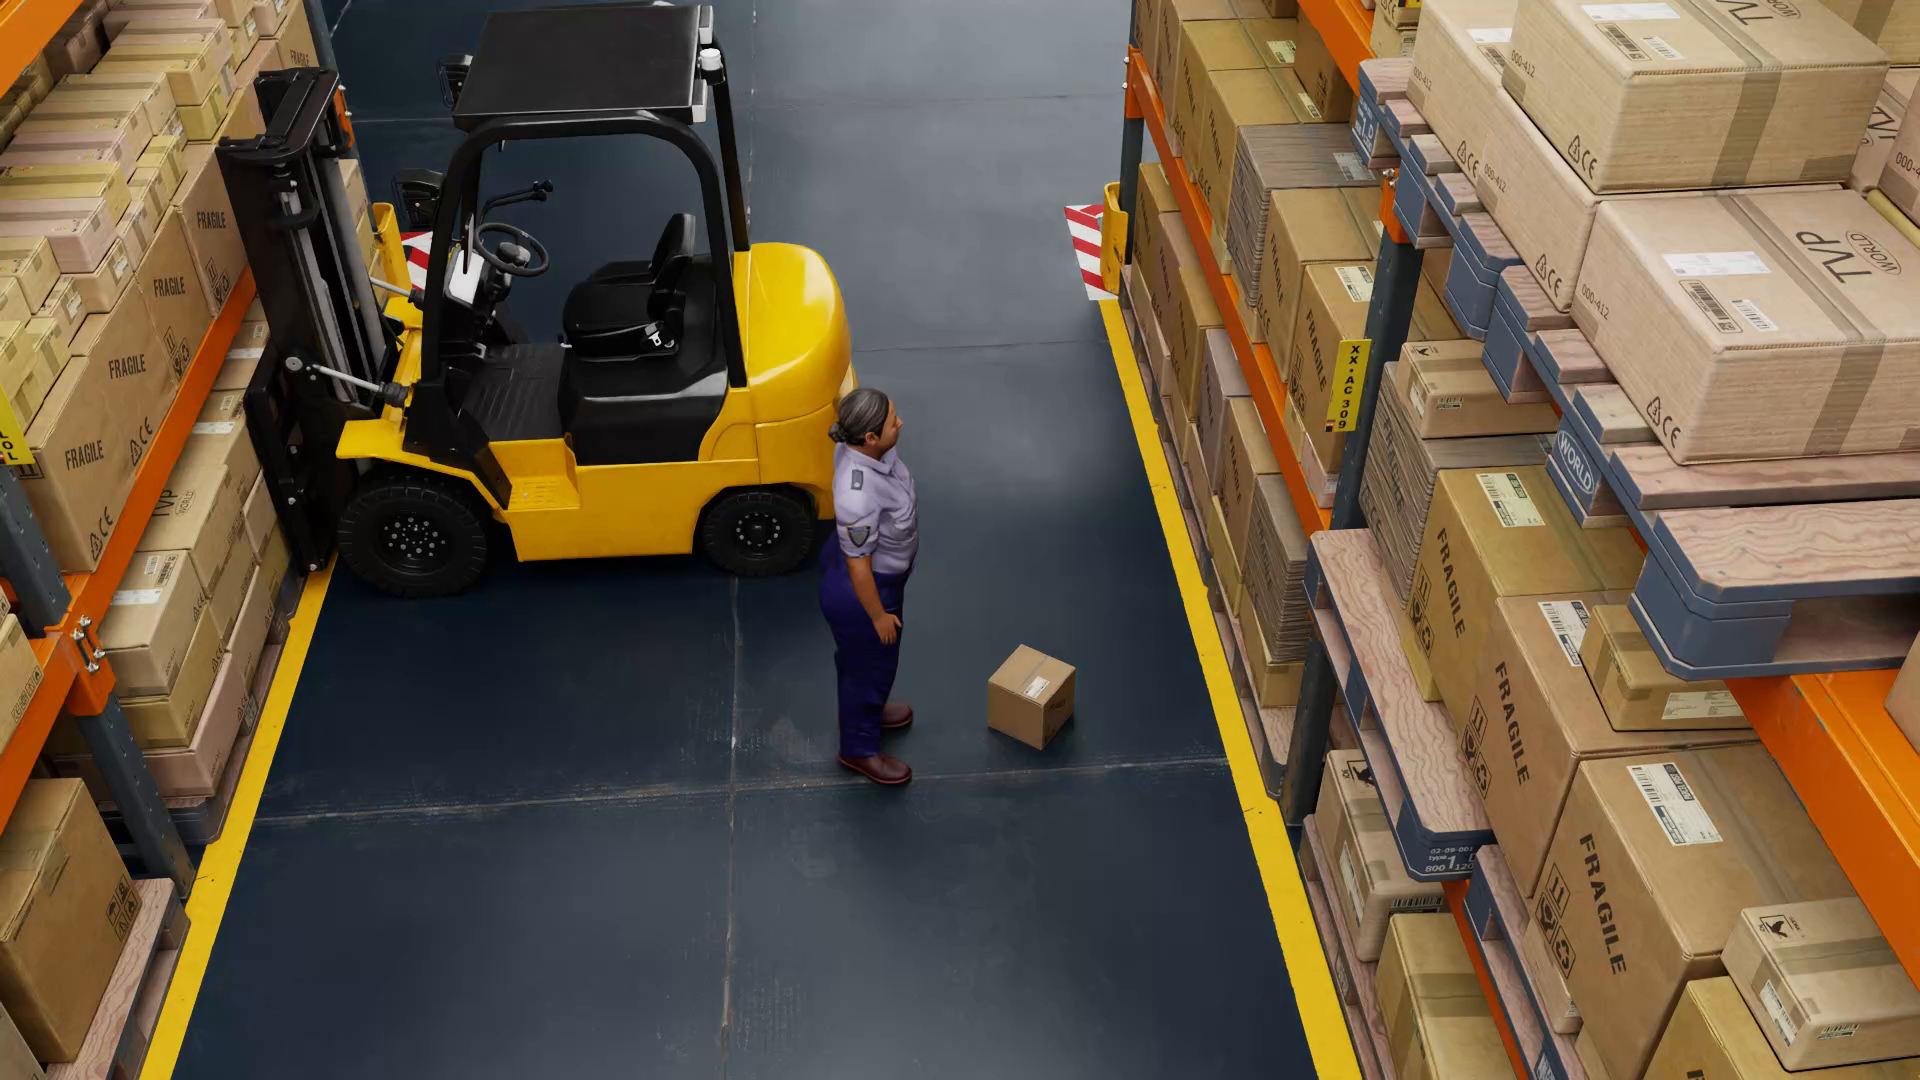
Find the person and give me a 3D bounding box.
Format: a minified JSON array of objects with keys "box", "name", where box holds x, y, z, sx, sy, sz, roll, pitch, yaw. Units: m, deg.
[{"box":[-0.326,0.147,5.965,0.364,1.655,0.501,-2,39,-2],"name":"person"}]
